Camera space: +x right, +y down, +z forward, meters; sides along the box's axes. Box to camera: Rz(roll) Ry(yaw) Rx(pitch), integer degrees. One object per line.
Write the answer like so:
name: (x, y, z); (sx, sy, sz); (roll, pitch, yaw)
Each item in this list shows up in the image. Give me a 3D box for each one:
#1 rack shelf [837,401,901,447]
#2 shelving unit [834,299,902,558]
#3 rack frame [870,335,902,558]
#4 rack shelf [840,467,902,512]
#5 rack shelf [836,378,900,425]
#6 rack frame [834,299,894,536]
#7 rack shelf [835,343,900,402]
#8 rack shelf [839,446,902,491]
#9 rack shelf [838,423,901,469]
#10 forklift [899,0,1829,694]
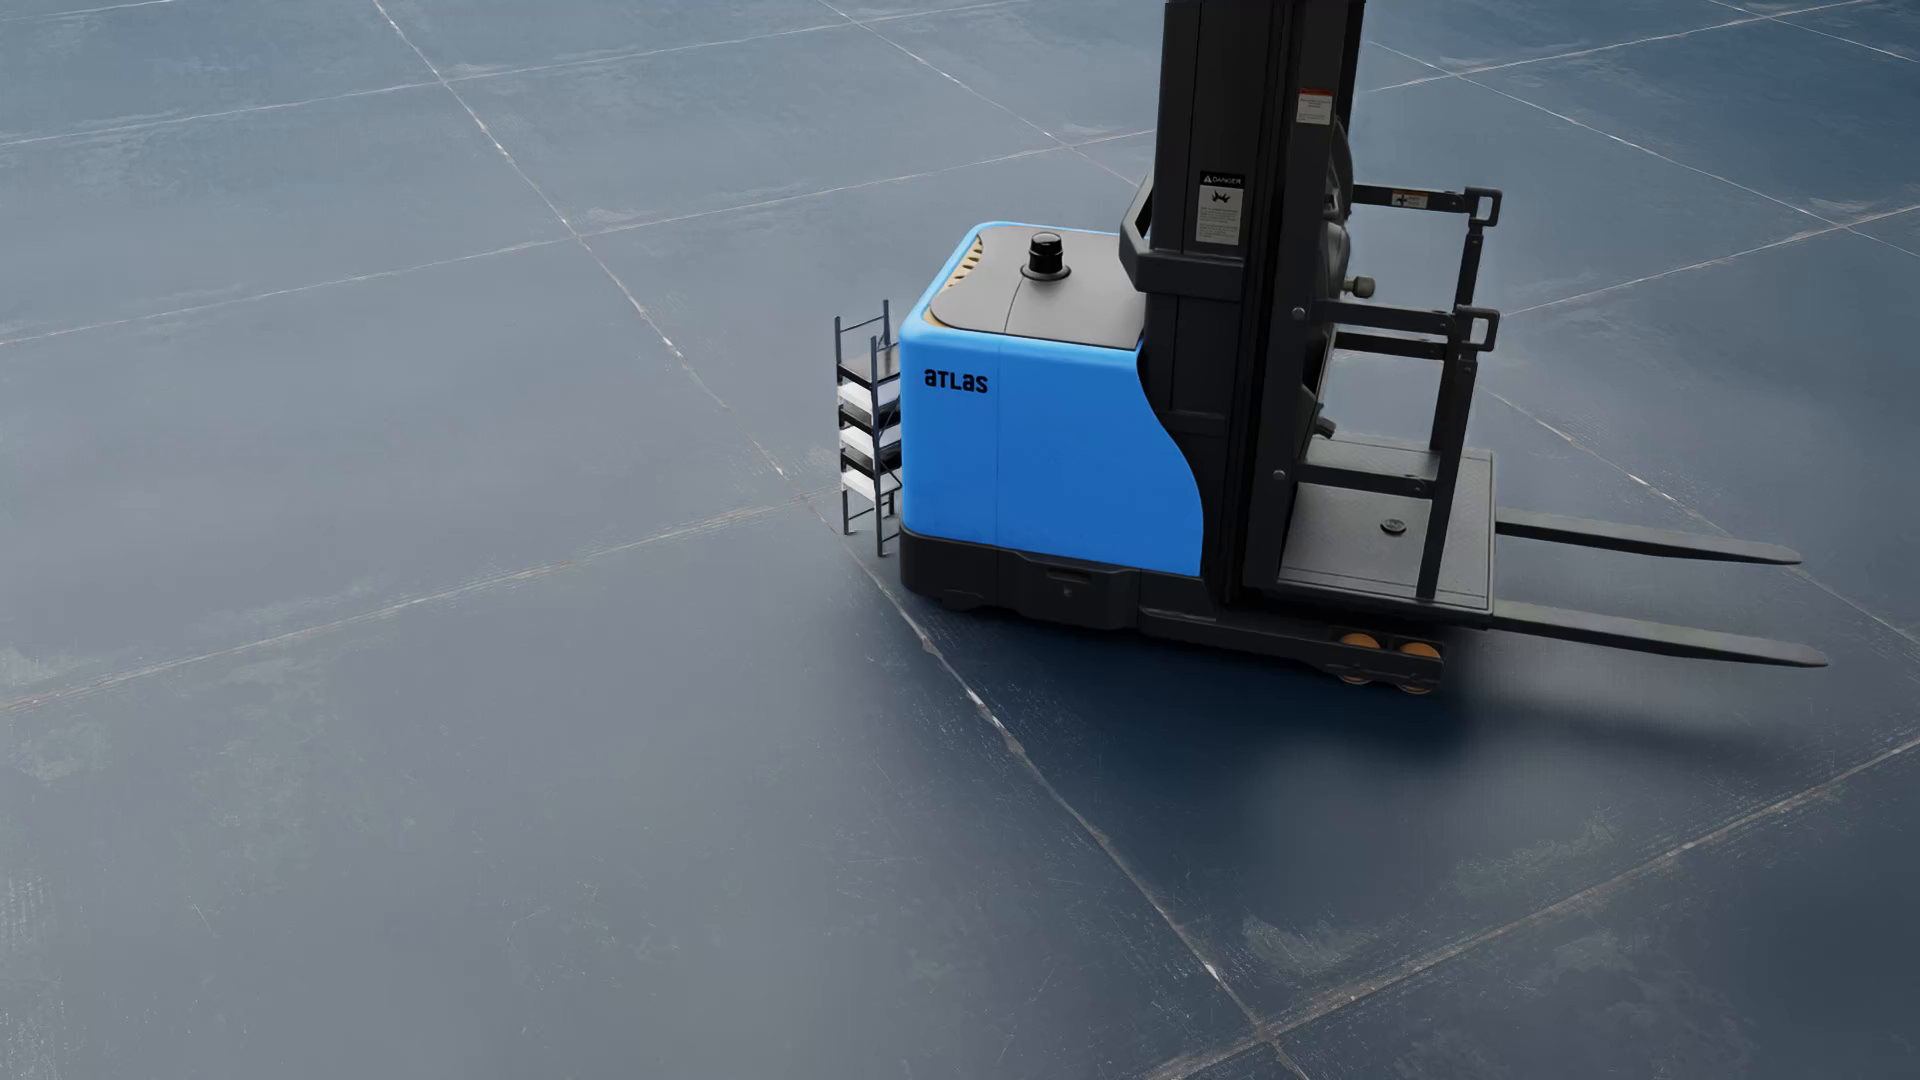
rack shelf: (-0.280, -0.444, 6.005); (0.258, 0.077, 0.200); (-25, 40, -34)
shelving unit: (-0.280, -0.397, 6.035); (0.258, 0.900, 0.210); (-25, 40, -34)
rack frame: (-0.213, -0.355, 5.971); (0.240, 0.900, 0.006); (-25, 40, -34)
rack shelf: (-0.280, -0.217, 6.150); (0.258, 0.077, 0.200); (-25, 40, -34)
rack shelf: (-0.280, -0.520, 5.956); (0.258, 0.077, 0.200); (-25, 40, -34)
rack frame: (-0.346, -0.438, 6.100); (0.240, 0.900, 0.006); (-25, 40, -34)
rack shelf: (-0.280, -0.596, 5.907); (0.258, 0.077, 0.200); (-25, 40, -34)
rack shelf: (-0.280, -0.293, 6.102); (0.258, 0.077, 0.200); (-25, 40, -34)
rack shelf: (-0.280, -0.369, 6.053); (0.258, 0.077, 0.200); (-25, 40, -34)
forklift: (1.363, -1.048, 5.169); (3.031, 2.935, 1.130); (9, 34, 13)
